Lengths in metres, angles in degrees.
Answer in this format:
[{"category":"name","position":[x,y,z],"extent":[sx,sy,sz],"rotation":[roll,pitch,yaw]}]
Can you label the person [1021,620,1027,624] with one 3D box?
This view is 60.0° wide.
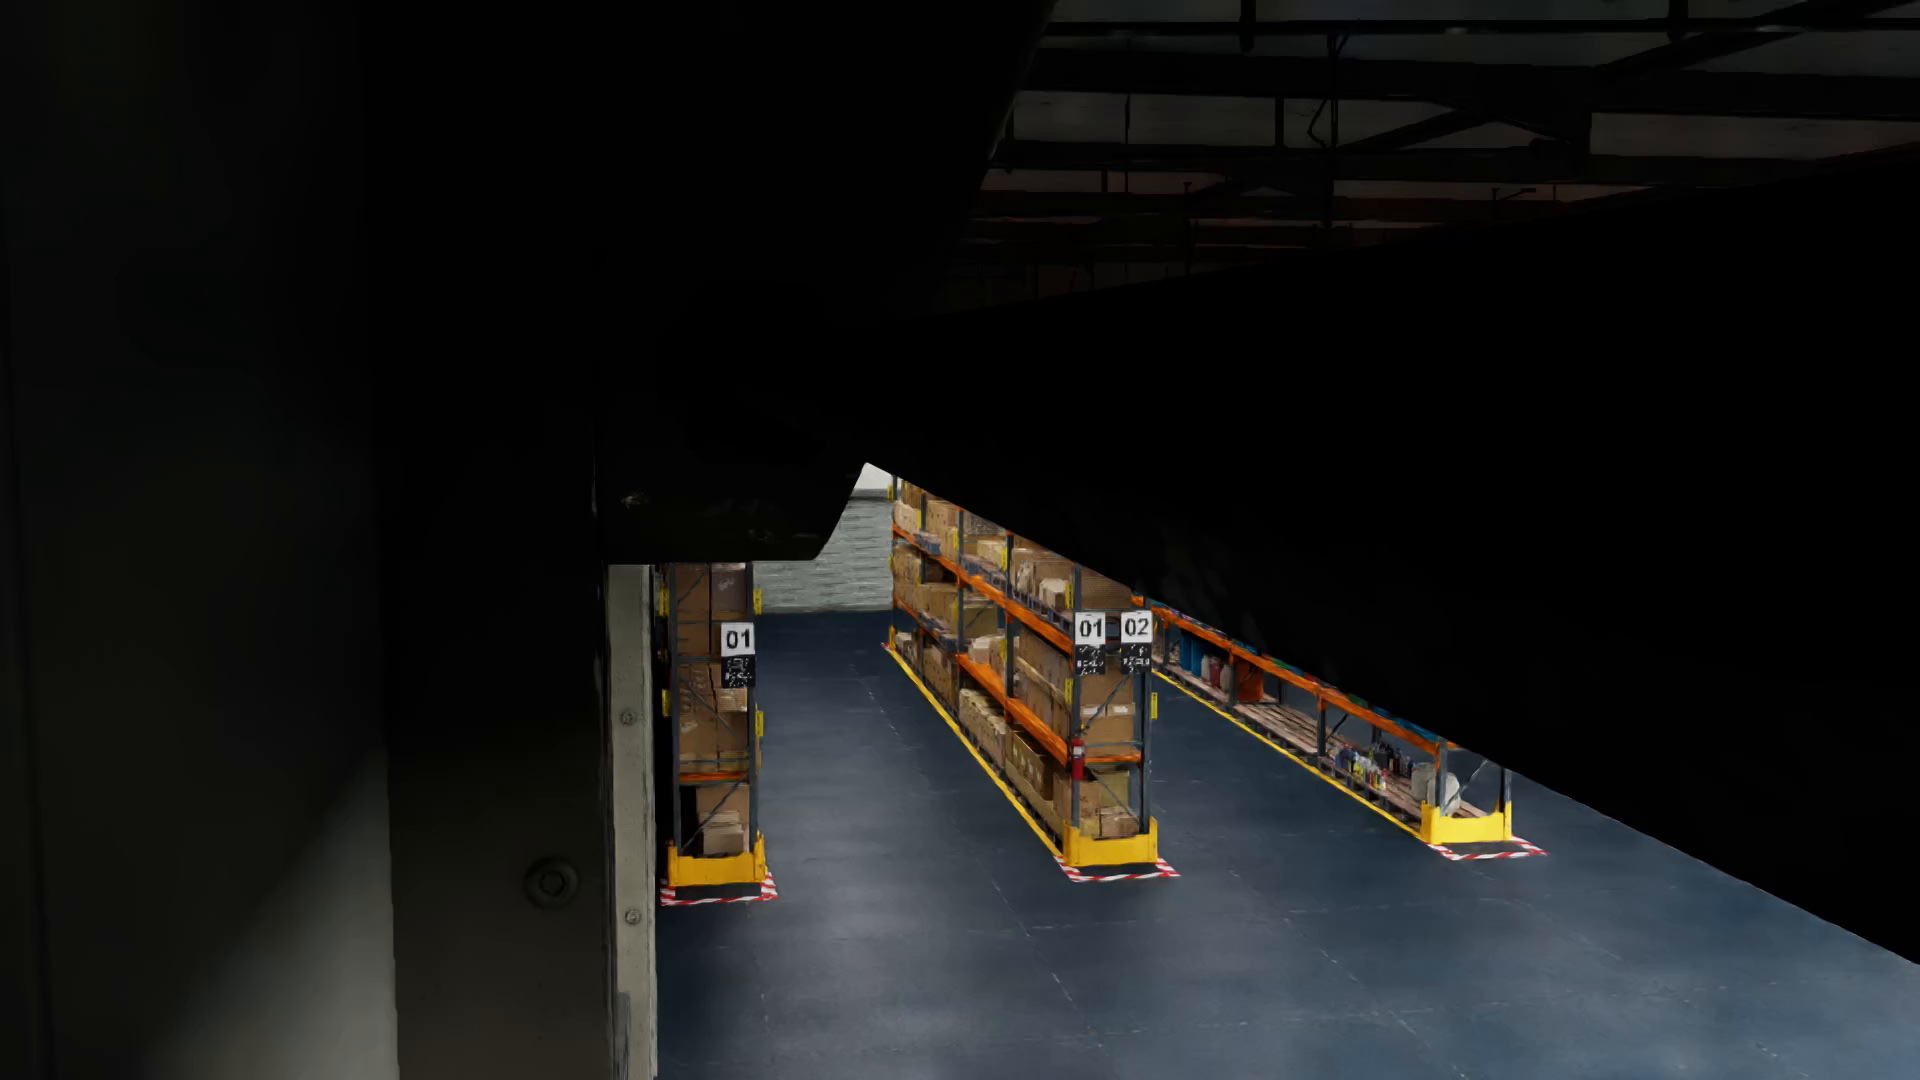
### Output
[{"category":"person","position":[1.588,1.676,35.732],"extent":[0.482,1.590,0.991],"rotation":[-1,6,-11]}]
